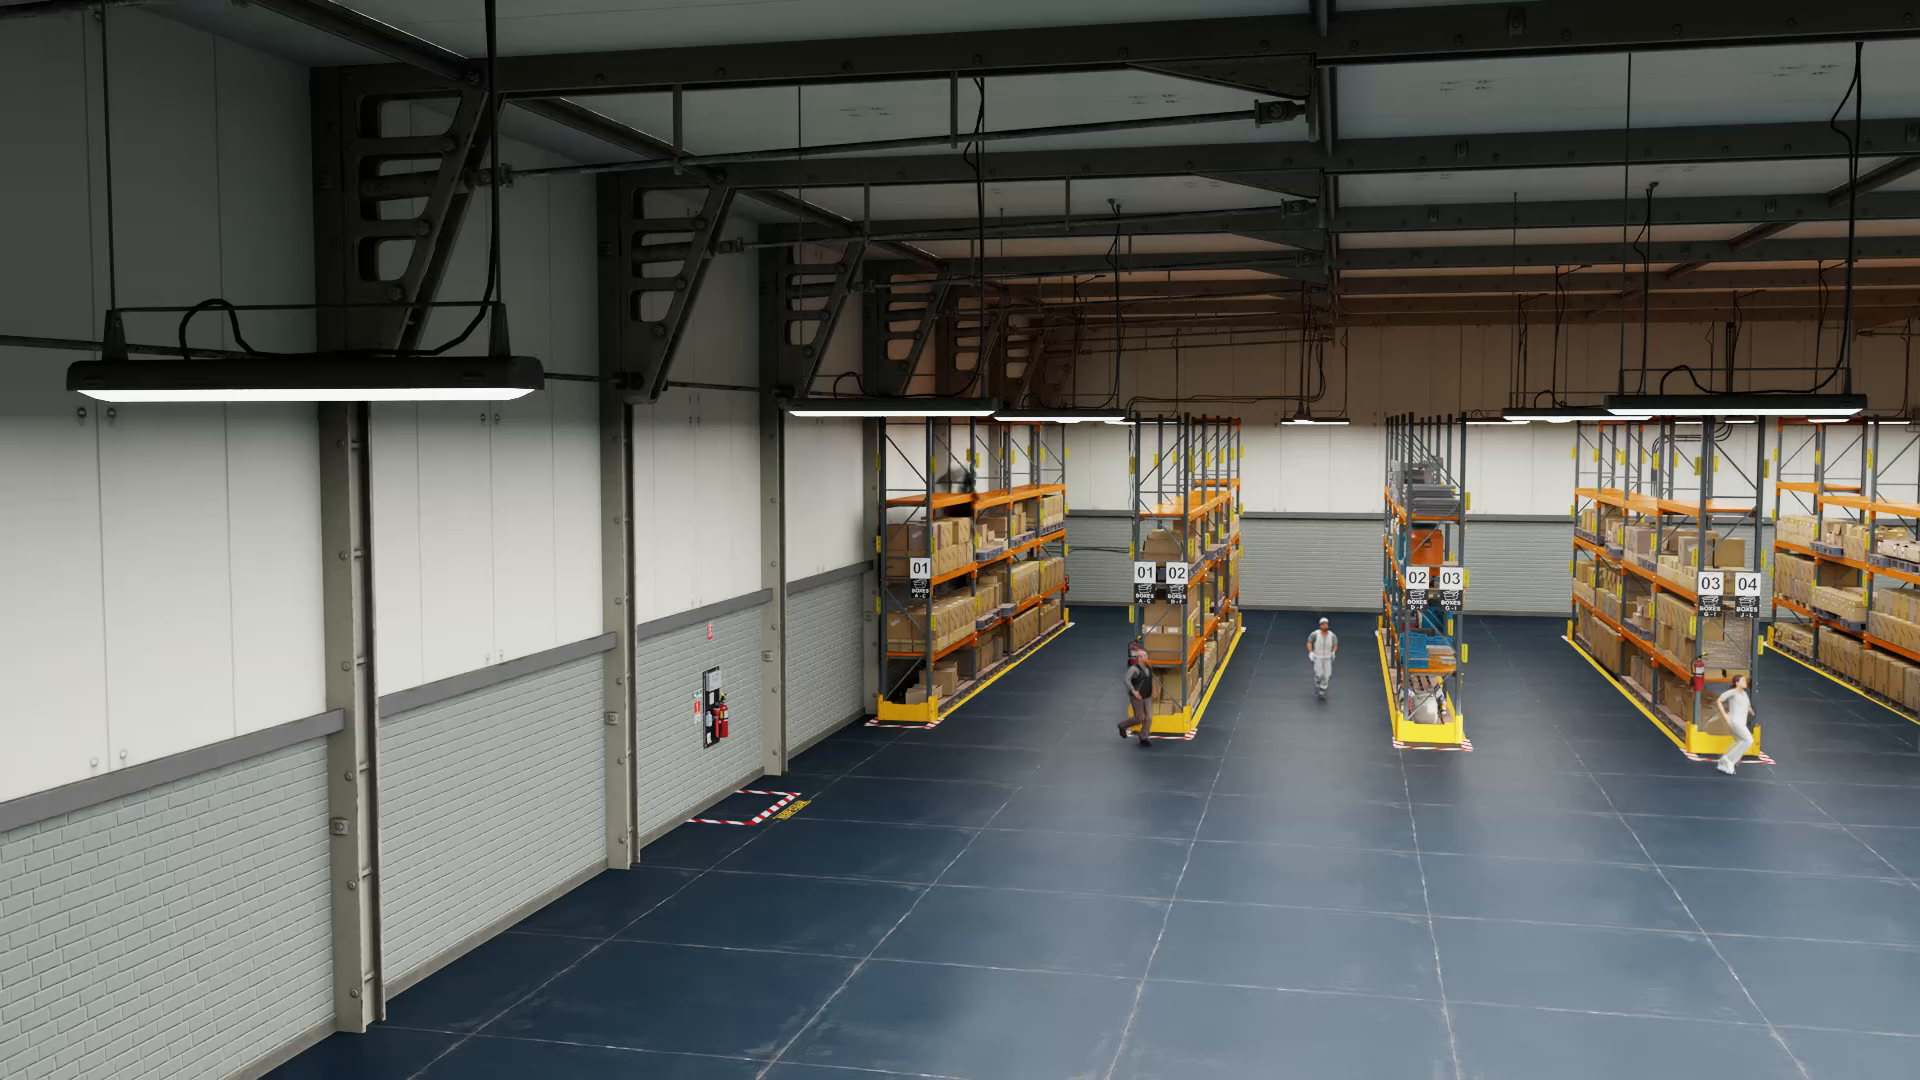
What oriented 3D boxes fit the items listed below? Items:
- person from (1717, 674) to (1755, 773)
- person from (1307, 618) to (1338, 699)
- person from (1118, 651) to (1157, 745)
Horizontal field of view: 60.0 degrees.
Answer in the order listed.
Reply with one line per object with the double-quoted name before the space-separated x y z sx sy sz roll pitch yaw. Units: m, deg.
"person" 12.906 3.042 27.556 0.571 1.637 0.584 -3 5 -41
"person" 7.650 2.496 34.997 0.608 1.719 0.590 0 4 1
"person" 3.261 2.844 30.139 0.702 1.688 0.748 -3 5 -42
